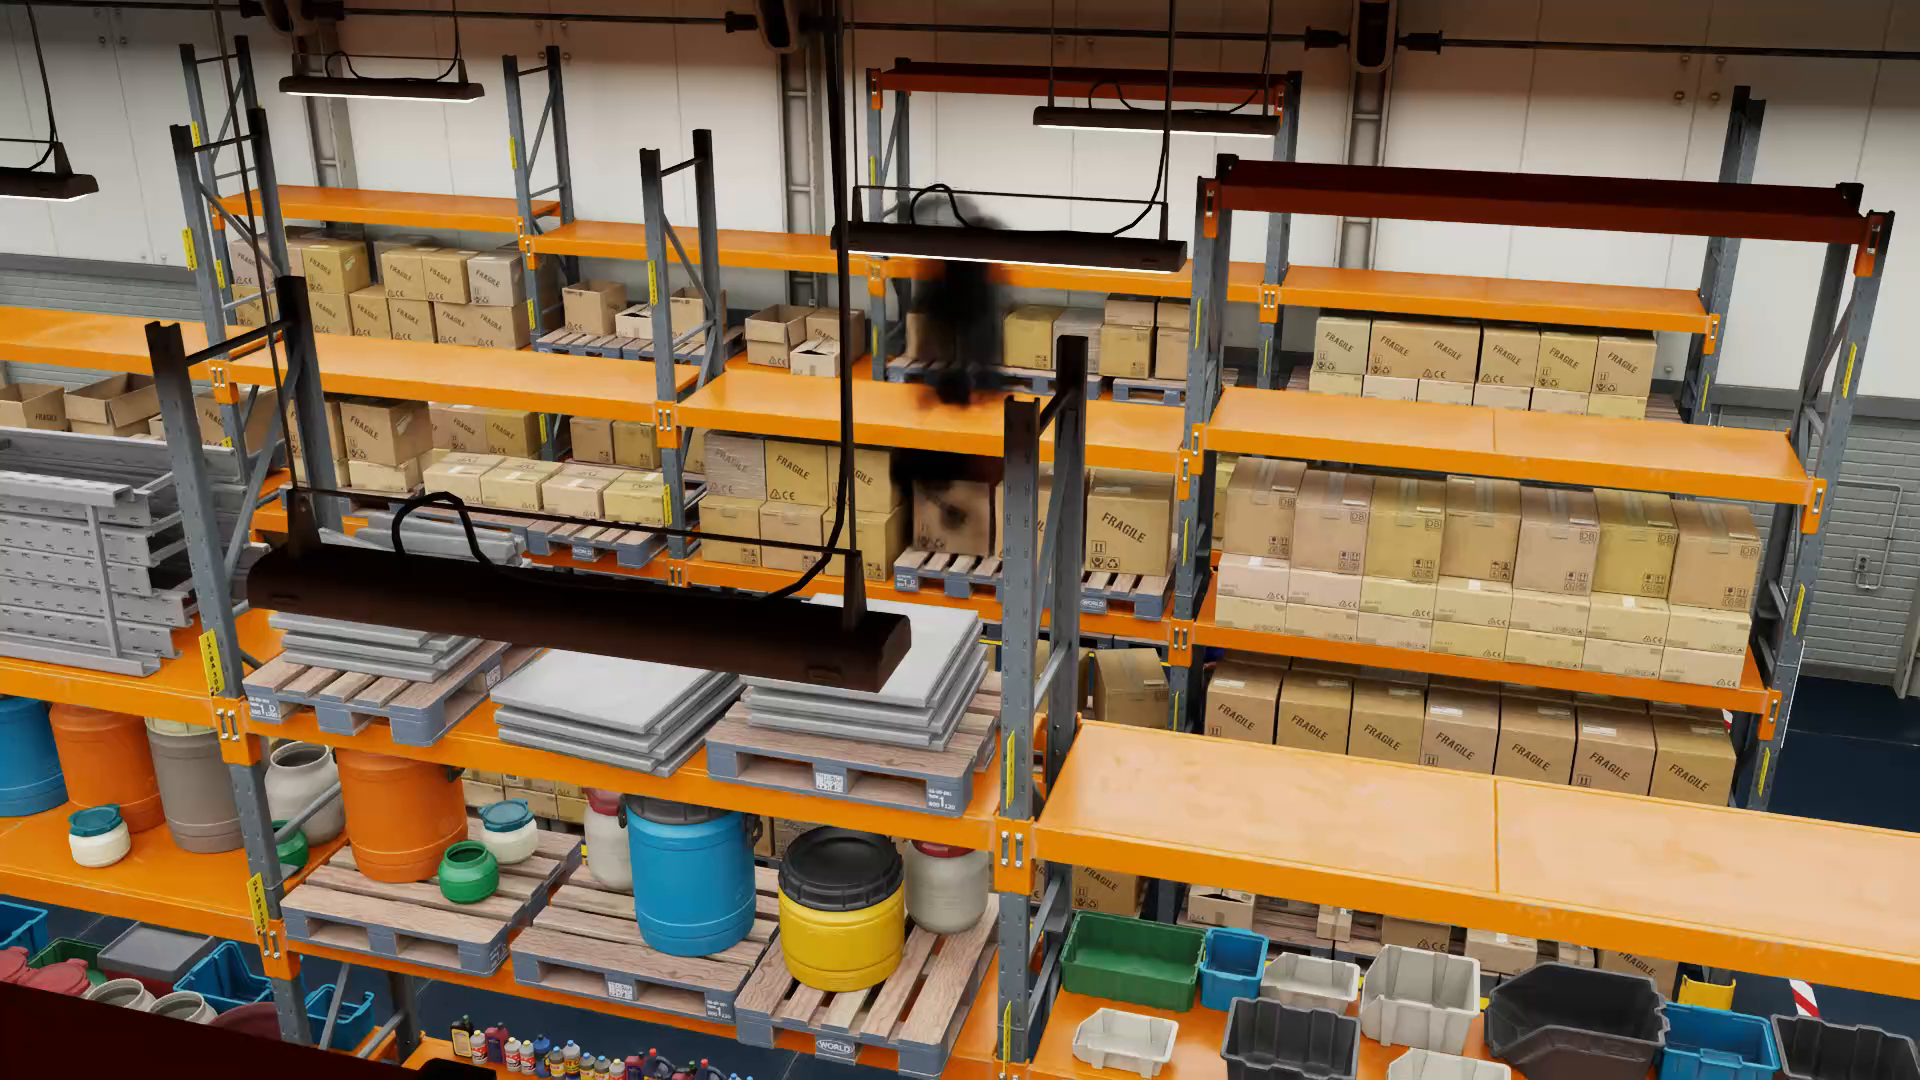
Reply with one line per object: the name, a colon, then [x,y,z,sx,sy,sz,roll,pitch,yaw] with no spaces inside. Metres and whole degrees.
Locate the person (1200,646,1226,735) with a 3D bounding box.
person: [2.277,1.236,14.958,0.590,1.620,0.571,3,23,8]
